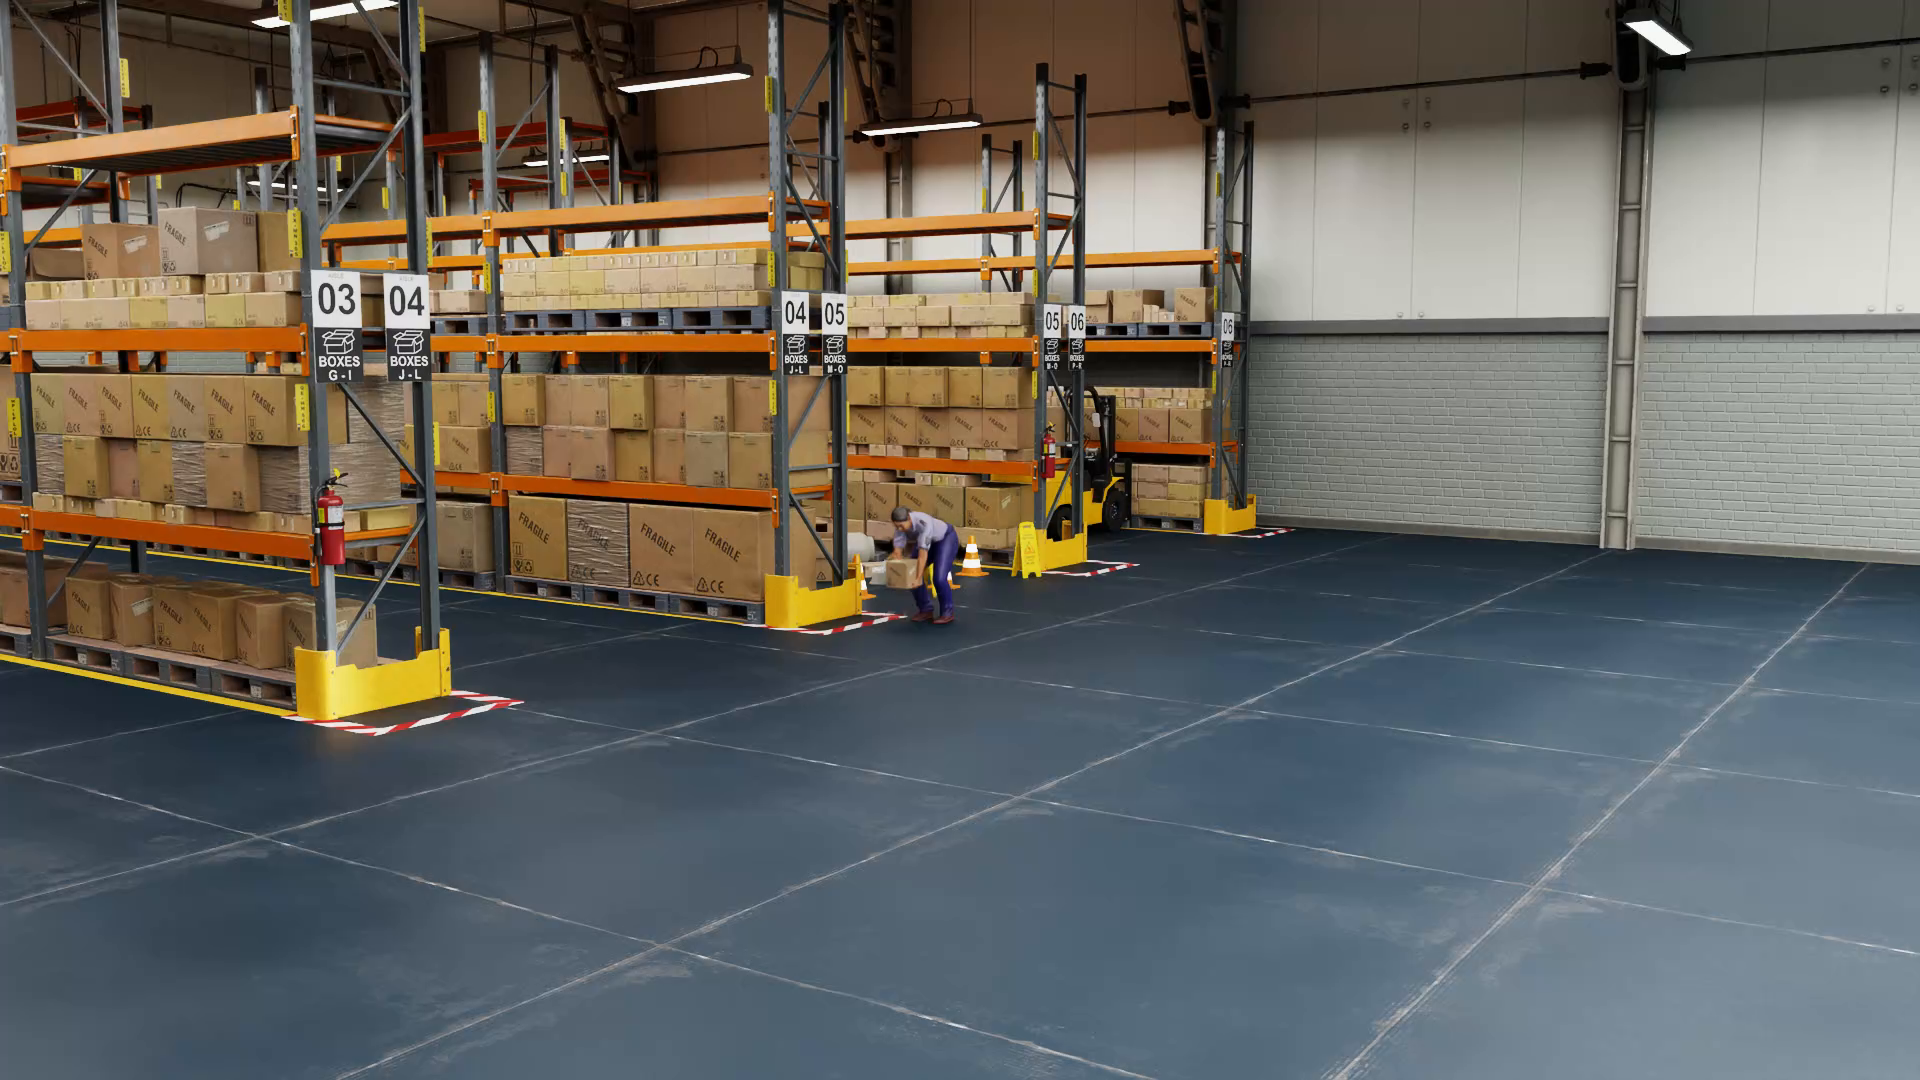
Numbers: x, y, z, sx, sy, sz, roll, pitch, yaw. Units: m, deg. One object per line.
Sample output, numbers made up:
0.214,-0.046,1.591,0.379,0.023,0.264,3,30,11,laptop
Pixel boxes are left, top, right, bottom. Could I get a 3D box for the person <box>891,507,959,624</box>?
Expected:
-0.372,0.236,16.138,0.488,1.169,0.868,5,8,36,person
